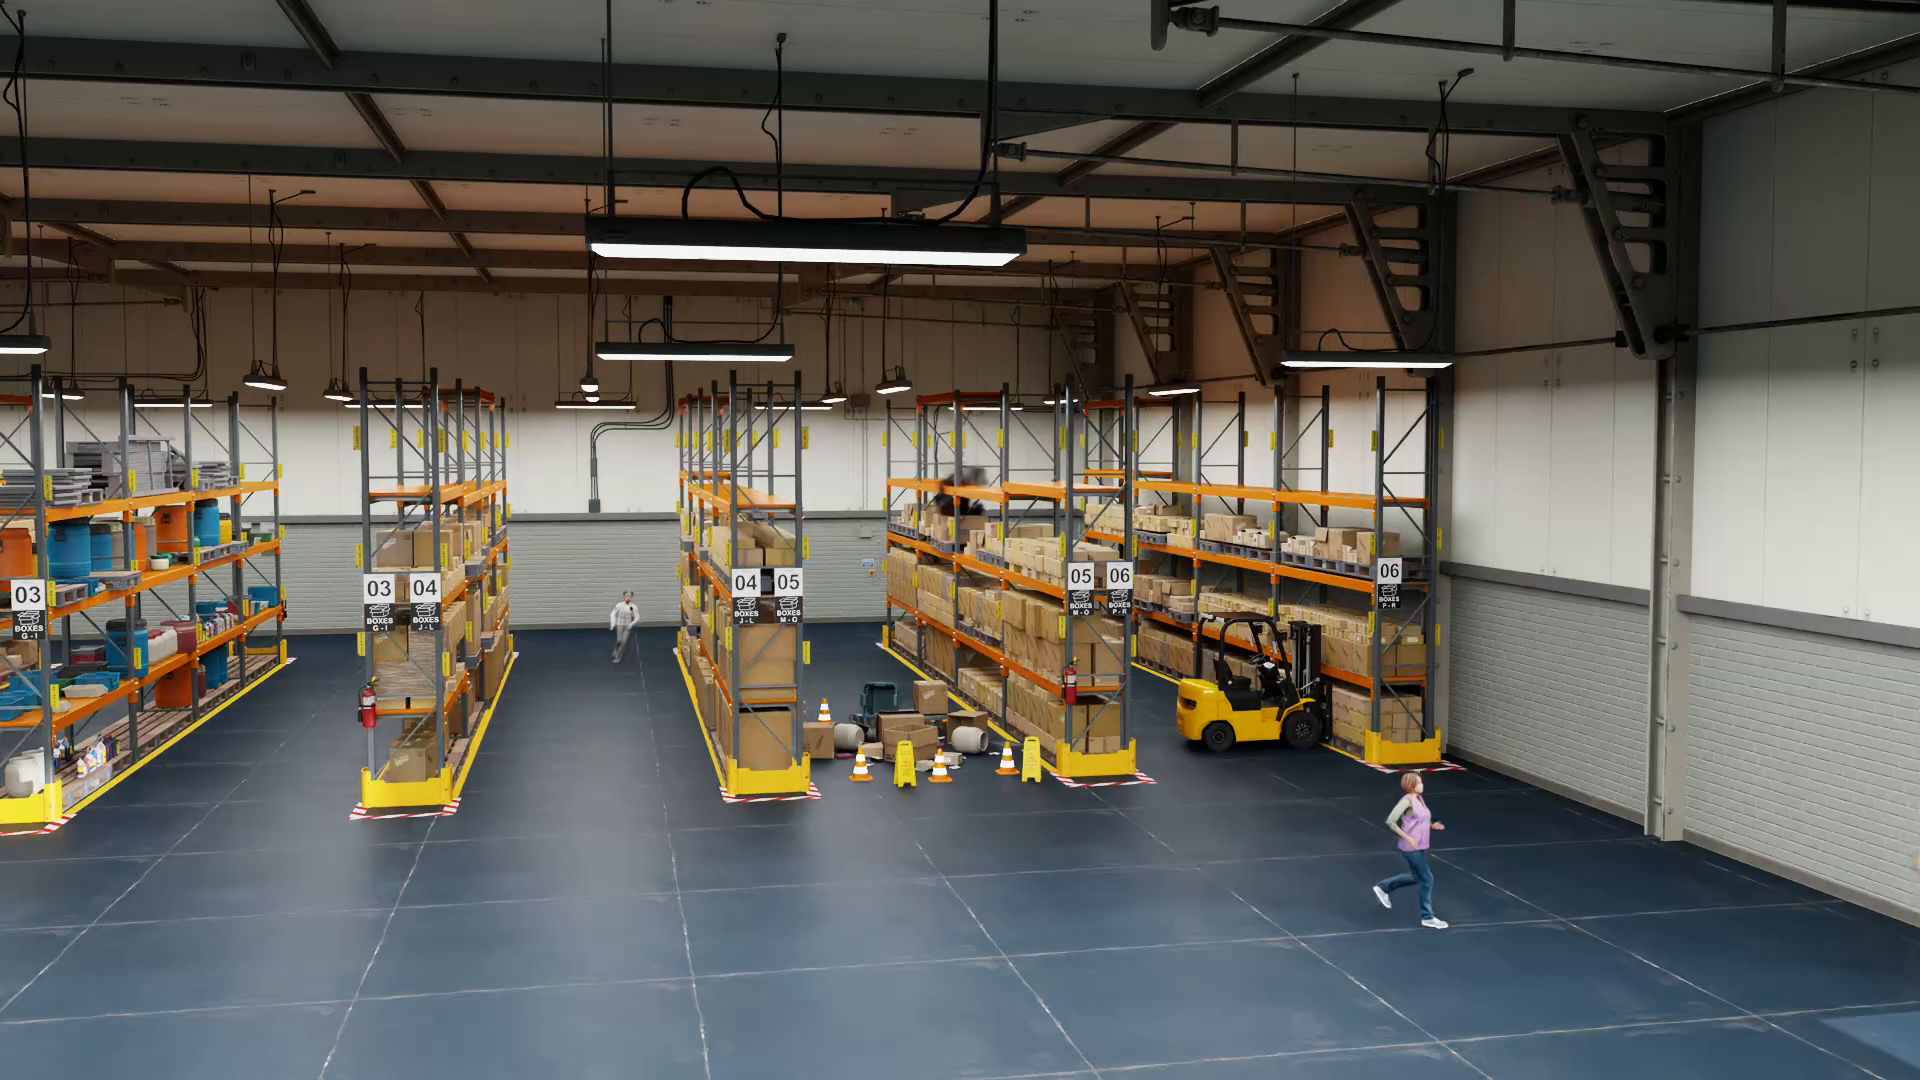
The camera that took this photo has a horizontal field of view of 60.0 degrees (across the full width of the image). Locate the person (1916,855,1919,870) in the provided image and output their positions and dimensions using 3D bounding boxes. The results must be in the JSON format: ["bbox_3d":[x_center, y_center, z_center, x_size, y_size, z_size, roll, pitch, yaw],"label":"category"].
[{"bbox_3d":[9.033,3.229,14.905,0.666,1.721,0.626,-2,4,-33],"label":"person"}]

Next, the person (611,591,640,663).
[{"bbox_3d":[-7.557,1.955,37.559,0.639,1.621,0.500,-1,3,-11],"label":"person"}]

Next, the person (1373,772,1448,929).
[{"bbox_3d":[4.660,3.184,17.210,0.822,1.571,0.547,2,4,34],"label":"person"}]
